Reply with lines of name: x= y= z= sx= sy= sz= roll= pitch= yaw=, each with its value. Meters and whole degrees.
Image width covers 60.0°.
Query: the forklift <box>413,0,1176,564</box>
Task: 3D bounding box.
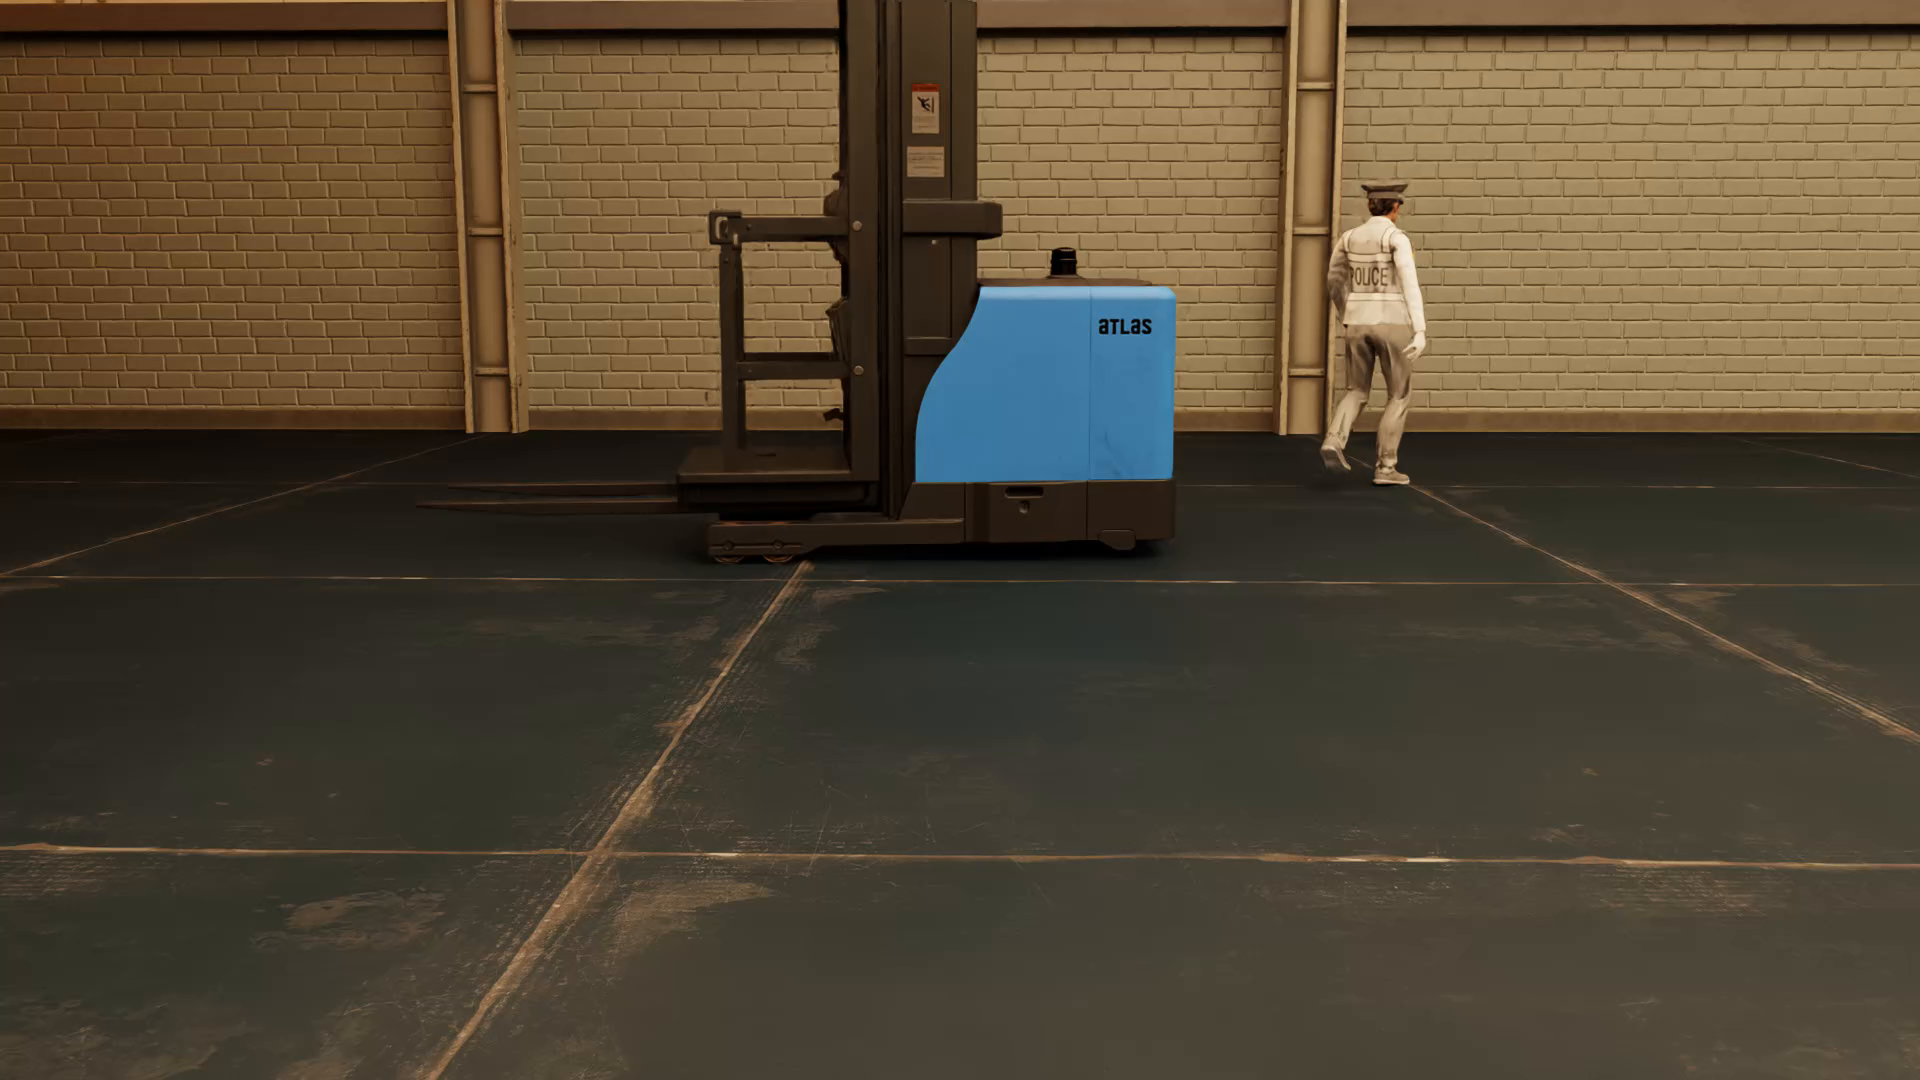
forklift: x=-0.677 y=-1.437 z=6.827 sx=3.031 sy=2.935 sz=1.130 roll=-1 pitch=9 yaw=-6

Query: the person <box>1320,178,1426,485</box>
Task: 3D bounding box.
person: x=2.247 y=-1.112 z=8.975 sx=0.545 sy=1.651 sz=0.721 roll=-9 pitch=12 yaw=-44
